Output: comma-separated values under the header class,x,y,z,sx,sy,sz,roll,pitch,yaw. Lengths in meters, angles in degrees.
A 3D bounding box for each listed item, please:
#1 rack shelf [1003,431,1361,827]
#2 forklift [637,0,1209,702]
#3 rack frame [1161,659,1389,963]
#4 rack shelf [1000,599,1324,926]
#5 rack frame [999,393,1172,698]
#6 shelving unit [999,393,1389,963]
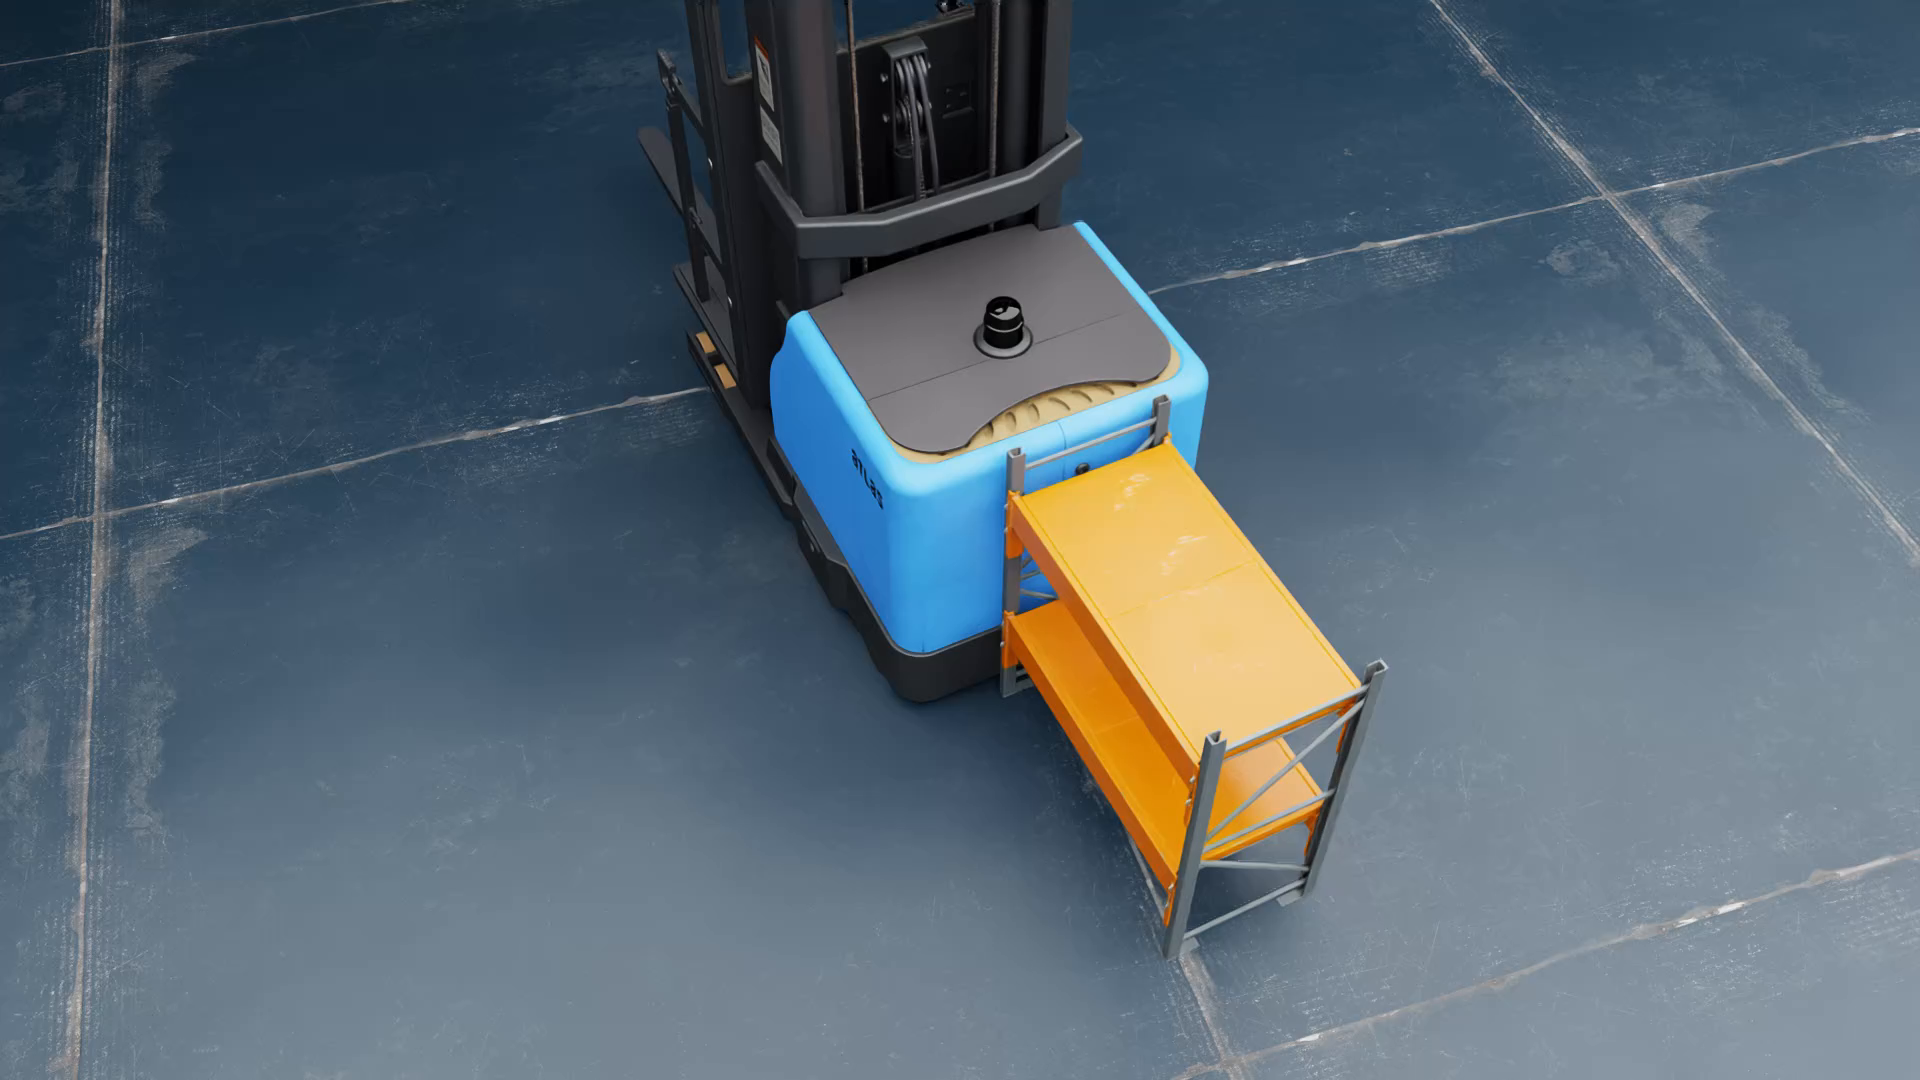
class,x,y,z,sx,sy,sz,roll,pitch,yaw
rack shelf,0.581,0.209,4.456,0.538,0.278,1.000,-21,53,-17
forklift,-0.368,-1.578,5.163,1.130,2.935,3.031,-21,53,-17
rack frame,0.806,0.746,4.385,0.500,1.125,0.032,-21,53,-17
rack shelf,0.581,0.555,4.866,0.538,0.278,1.000,-21,53,-17
rack frame,0.357,0.048,4.973,0.500,1.125,0.032,-21,53,-17
shelving unit,0.581,0.397,4.679,0.538,1.125,1.048,-21,53,-17
